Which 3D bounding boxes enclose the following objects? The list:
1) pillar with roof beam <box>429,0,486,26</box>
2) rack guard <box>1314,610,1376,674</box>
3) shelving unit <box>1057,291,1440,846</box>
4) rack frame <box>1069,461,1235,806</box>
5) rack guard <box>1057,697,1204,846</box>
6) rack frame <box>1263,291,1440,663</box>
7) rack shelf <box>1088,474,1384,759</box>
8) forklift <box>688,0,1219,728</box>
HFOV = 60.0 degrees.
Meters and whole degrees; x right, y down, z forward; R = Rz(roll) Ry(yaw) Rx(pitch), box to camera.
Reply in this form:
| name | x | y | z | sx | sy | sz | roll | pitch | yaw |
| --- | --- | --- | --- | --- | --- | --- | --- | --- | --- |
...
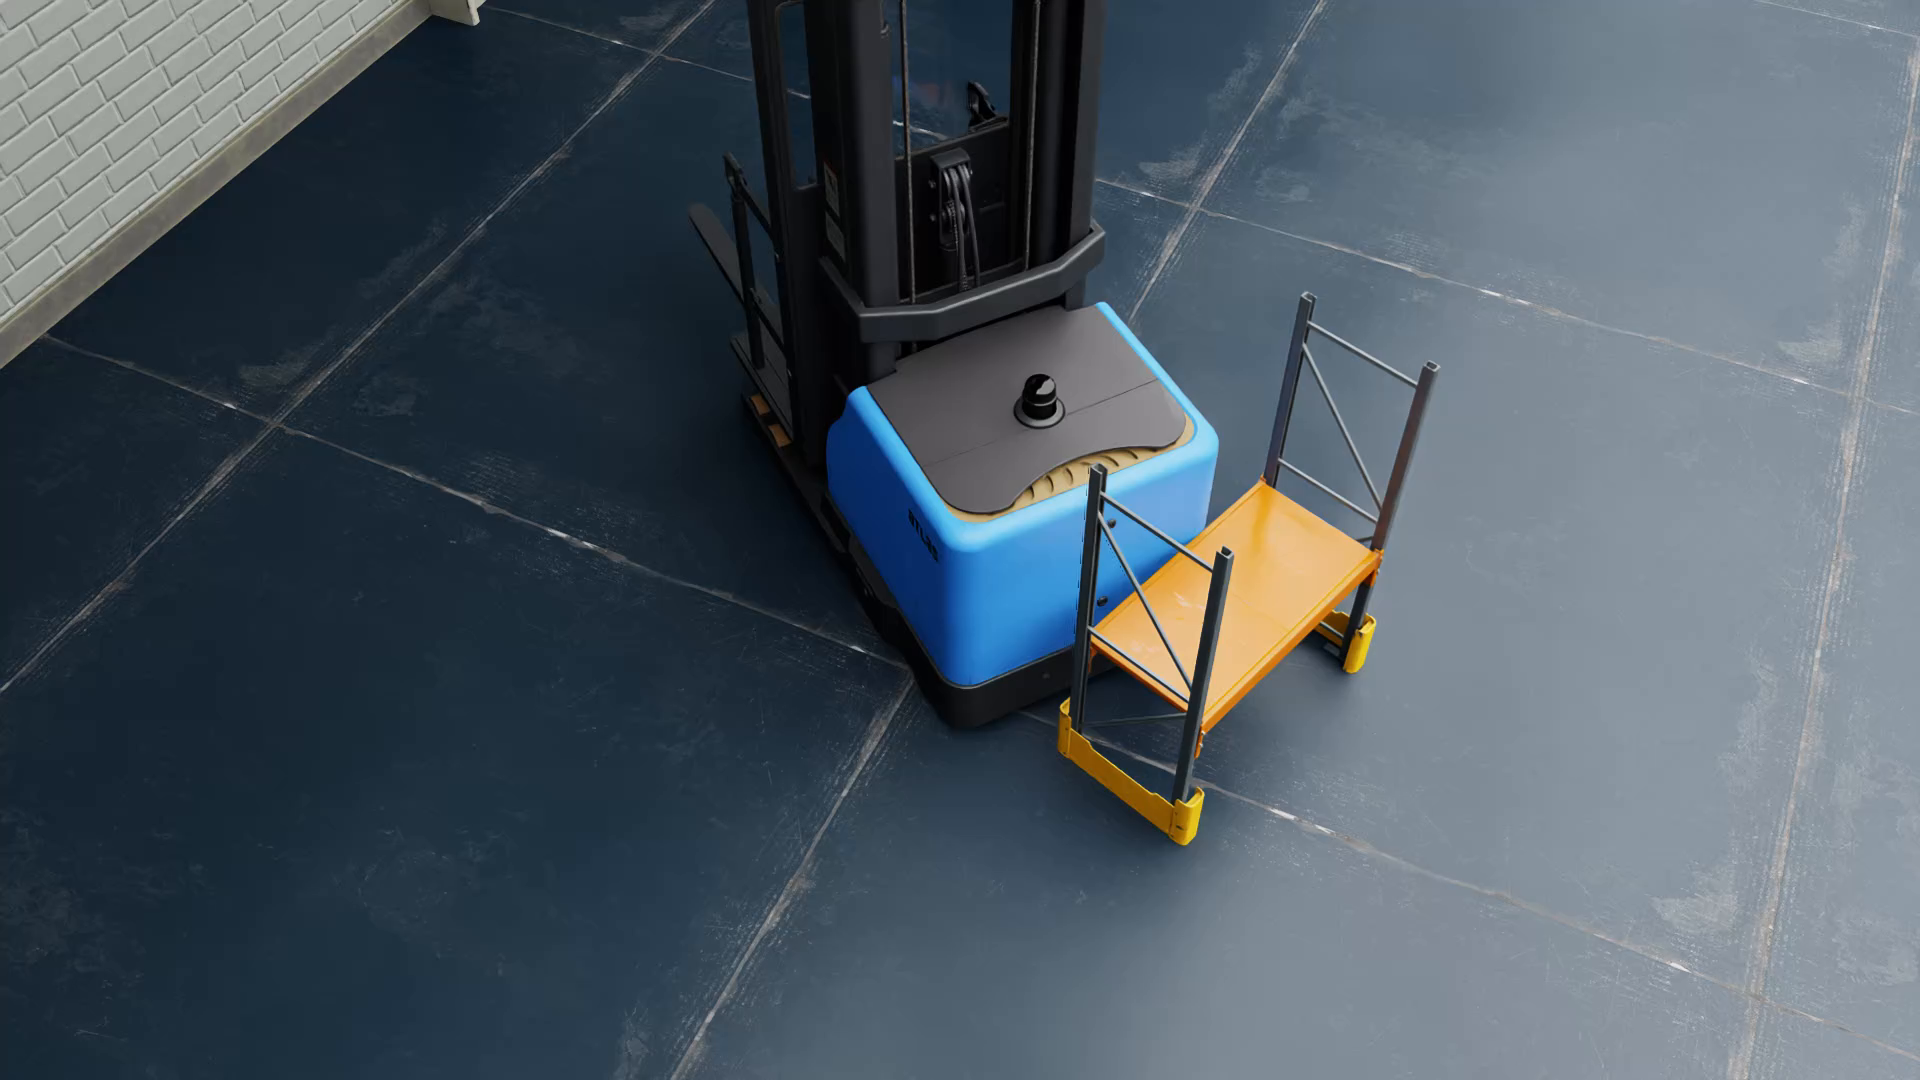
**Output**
| name | x | y | z | sx | sy | sz | roll | pitch | yaw |
| --- | --- | --- | --- | --- | --- | --- | --- | --- | --- |
| pillar with roof beam | 1.234 | -4.454 | 4.447 | 9.100 | 9.000 | 0.400 | 20 | 52 | 16 |
| rack guard | 1.266 | 0.243 | 6.194 | 0.587 | 0.250 | 0.087 | 36 | 58 | 27 |
| shelving unit | 0.922 | 0.113 | 5.484 | 0.587 | 1.500 | 1.083 | 36 | 58 | 27 |
| rack frame | 0.565 | 0.398 | 5.242 | 0.500 | 1.500 | 0.032 | 36 | 58 | 27 |
| rack guard | 0.578 | 0.792 | 5.727 | 0.587 | 0.250 | 0.087 | 36 | 58 | 27 |
| rack frame | 1.267 | -0.162 | 5.718 | 0.500 | 1.500 | 0.032 | 36 | 58 | 27 |
| rack shelf | 0.916 | 0.234 | 5.617 | 0.538 | 0.185 | 1.000 | 36 | 58 | 27 |
| forklift | -0.249 | -1.416 | 5.845 | 1.130 | 2.935 | 3.031 | -21 | 53 | -17 |
